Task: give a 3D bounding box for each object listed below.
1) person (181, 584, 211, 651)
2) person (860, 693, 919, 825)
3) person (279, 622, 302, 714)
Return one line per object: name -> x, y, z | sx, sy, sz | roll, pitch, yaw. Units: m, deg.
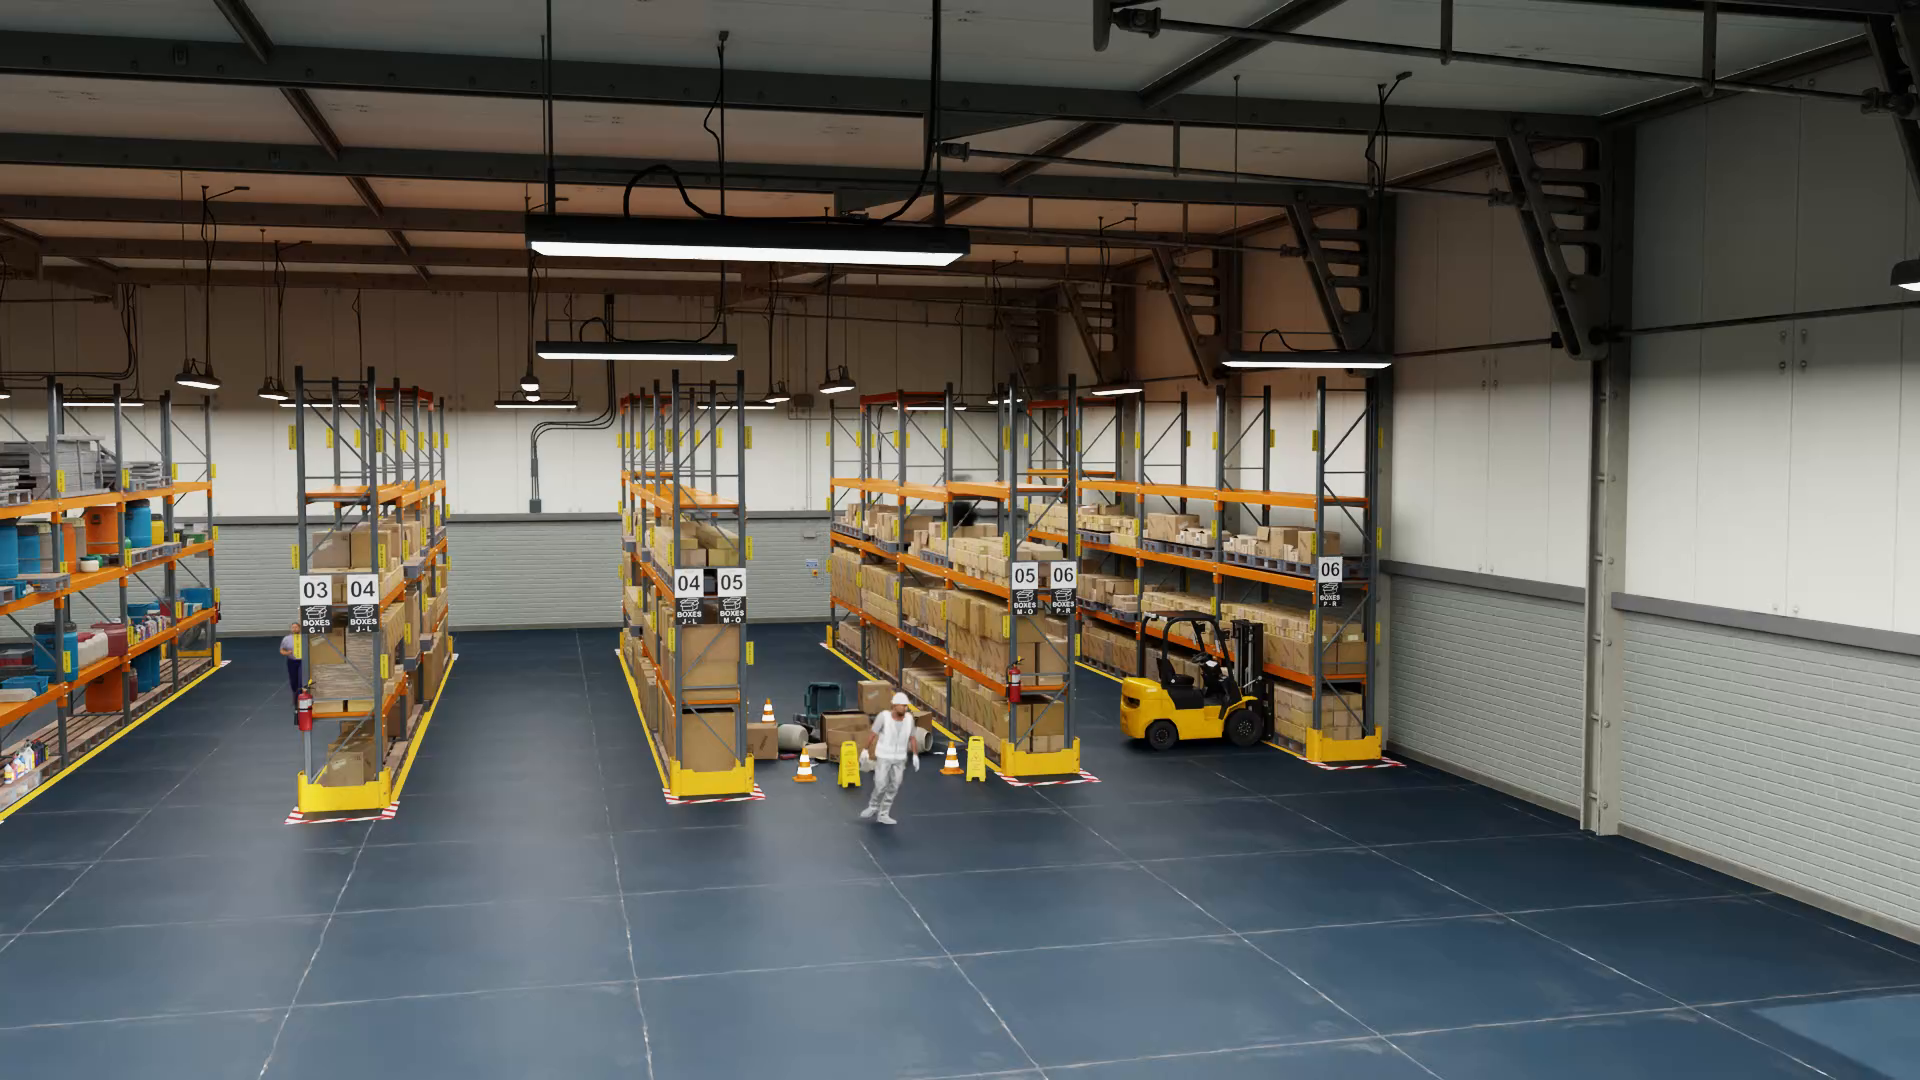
person -> -17.619, 1.850, 38.751 | 0.930, 1.629, 0.606 | 1, 4, 13
person -> -0.912, 2.843, 21.663 | 0.706, 1.745, 0.594 | -2, 4, -25
person -> -12.260, 2.349, 30.826 | 0.595, 1.690, 0.901 | -1, 3, -9
